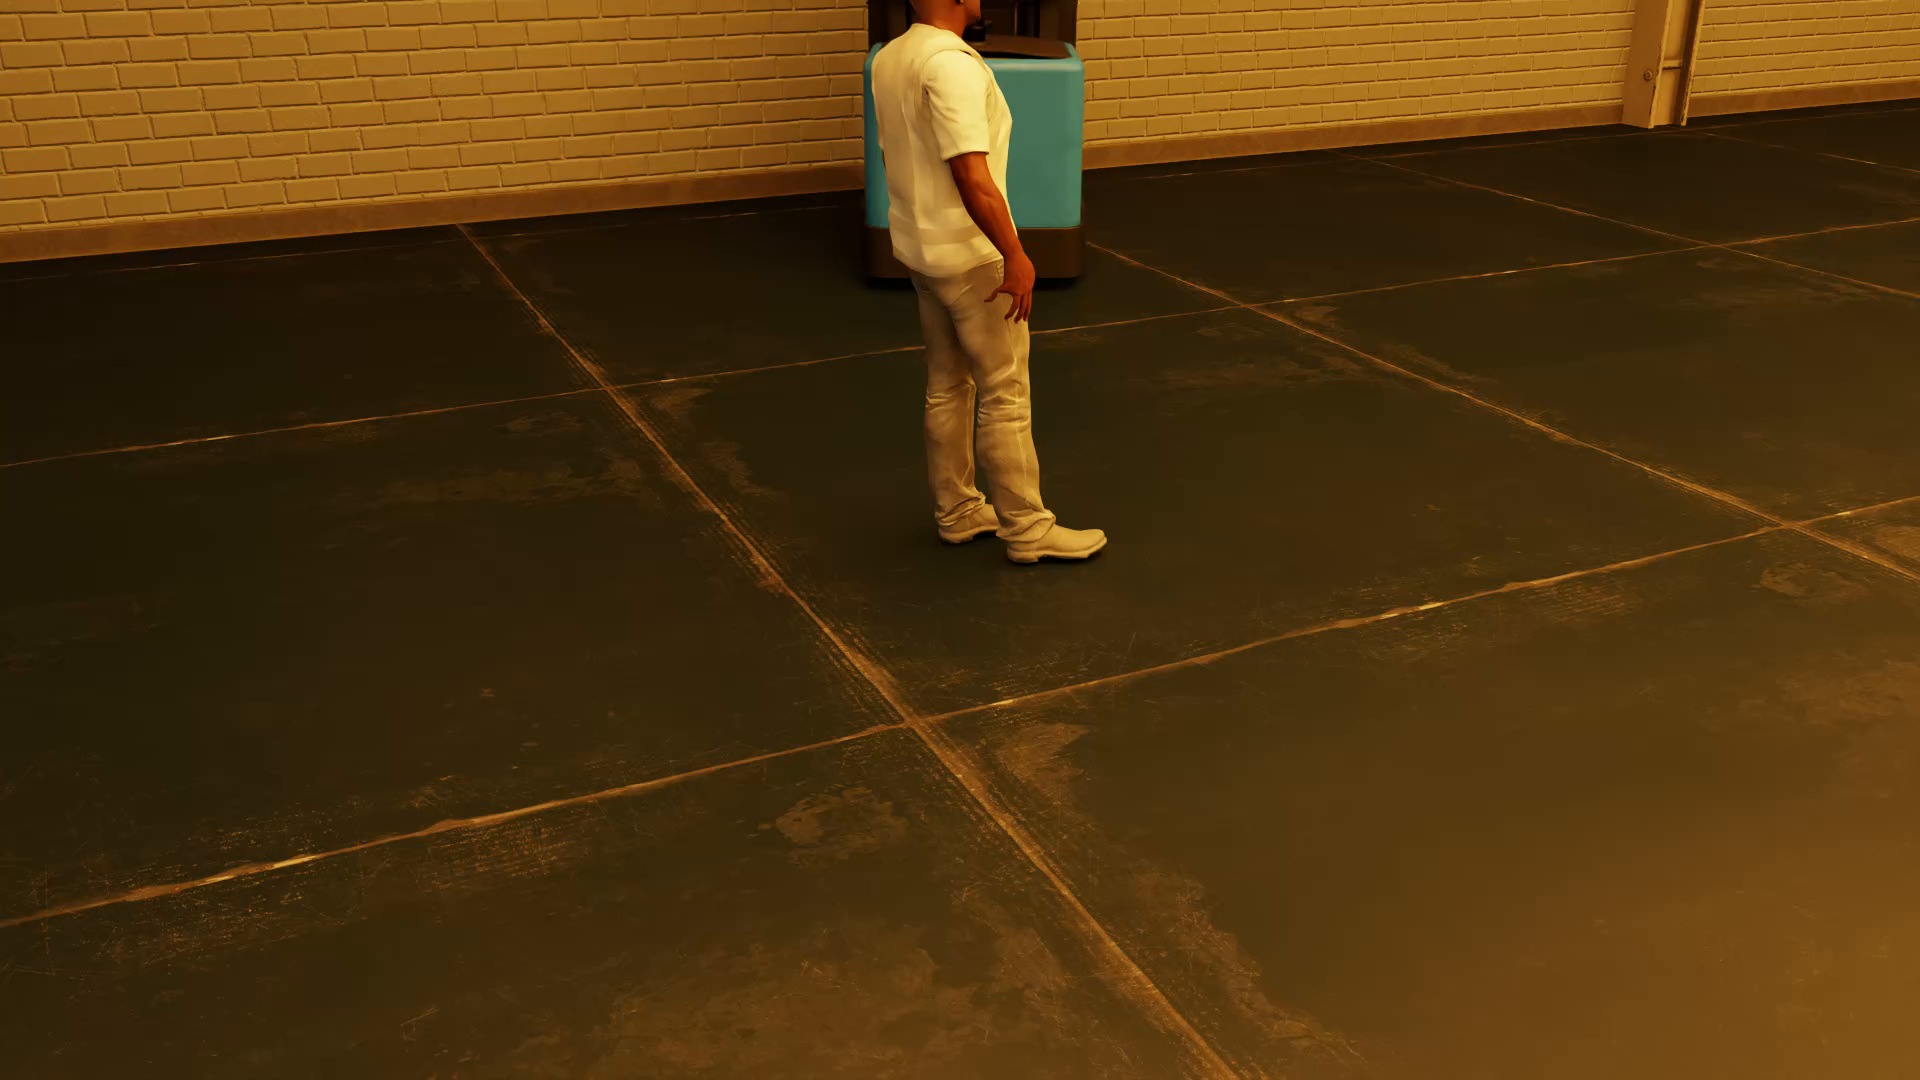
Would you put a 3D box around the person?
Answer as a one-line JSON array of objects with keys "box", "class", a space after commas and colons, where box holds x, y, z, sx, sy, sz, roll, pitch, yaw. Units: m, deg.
[{"box": [0.066, -0.832, 4.789, 0.575, 1.768, 0.666, -10, 25, -23], "class": "person"}]

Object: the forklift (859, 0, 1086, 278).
[{"box": [0.064, -3.112, 8.778, 1.130, 2.935, 3.031, 0, 23, 0], "class": "forklift"}]
